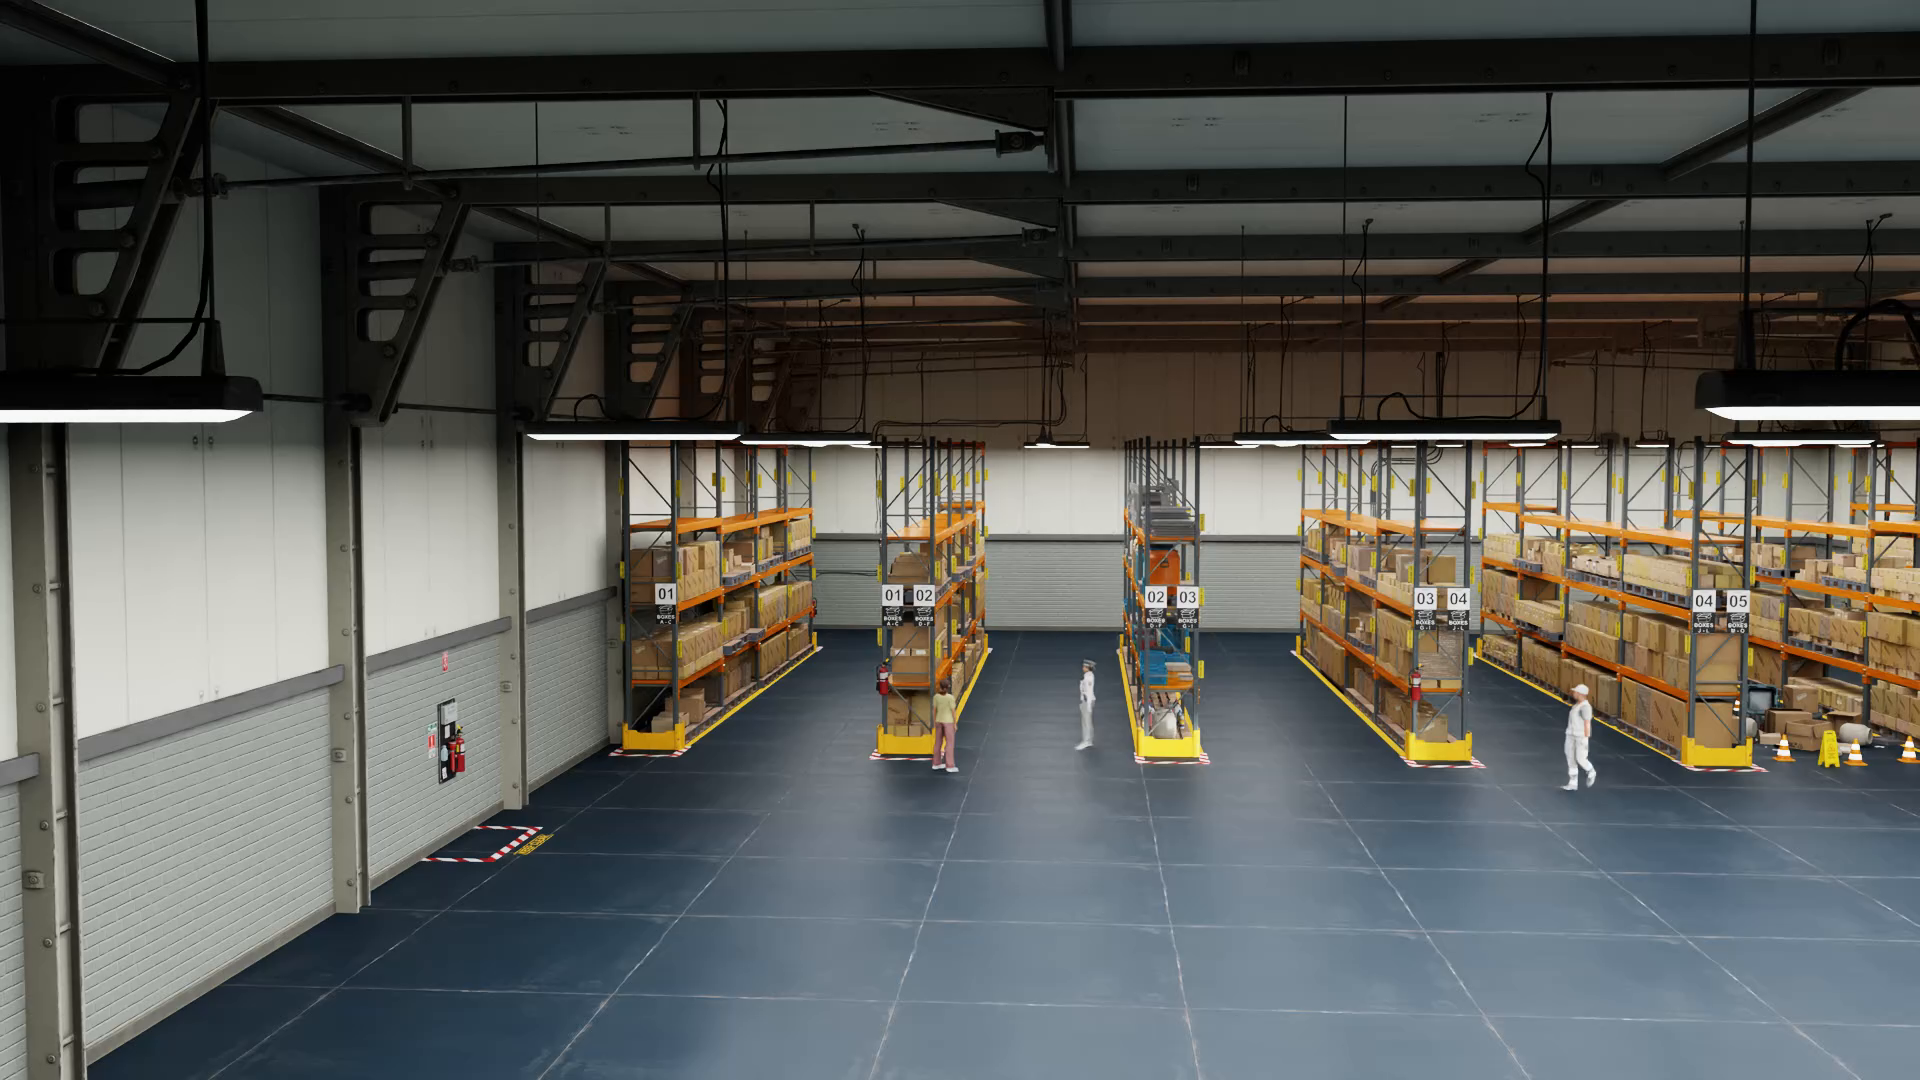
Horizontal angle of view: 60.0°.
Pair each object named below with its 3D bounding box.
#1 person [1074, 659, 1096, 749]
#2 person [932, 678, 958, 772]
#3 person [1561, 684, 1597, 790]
[{"bbox_3d":[2.421,3.163,32.140,0.396,1.699,0.596,0,3,6],"label":"person"},{"bbox_3d":[-0.269,3.300,29.756,0.530,1.676,0.424,3,4,40],"label":"person"},{"bbox_3d":[10.452,3.318,27.993,0.586,1.786,0.511,-2,4,-36],"label":"person"}]
